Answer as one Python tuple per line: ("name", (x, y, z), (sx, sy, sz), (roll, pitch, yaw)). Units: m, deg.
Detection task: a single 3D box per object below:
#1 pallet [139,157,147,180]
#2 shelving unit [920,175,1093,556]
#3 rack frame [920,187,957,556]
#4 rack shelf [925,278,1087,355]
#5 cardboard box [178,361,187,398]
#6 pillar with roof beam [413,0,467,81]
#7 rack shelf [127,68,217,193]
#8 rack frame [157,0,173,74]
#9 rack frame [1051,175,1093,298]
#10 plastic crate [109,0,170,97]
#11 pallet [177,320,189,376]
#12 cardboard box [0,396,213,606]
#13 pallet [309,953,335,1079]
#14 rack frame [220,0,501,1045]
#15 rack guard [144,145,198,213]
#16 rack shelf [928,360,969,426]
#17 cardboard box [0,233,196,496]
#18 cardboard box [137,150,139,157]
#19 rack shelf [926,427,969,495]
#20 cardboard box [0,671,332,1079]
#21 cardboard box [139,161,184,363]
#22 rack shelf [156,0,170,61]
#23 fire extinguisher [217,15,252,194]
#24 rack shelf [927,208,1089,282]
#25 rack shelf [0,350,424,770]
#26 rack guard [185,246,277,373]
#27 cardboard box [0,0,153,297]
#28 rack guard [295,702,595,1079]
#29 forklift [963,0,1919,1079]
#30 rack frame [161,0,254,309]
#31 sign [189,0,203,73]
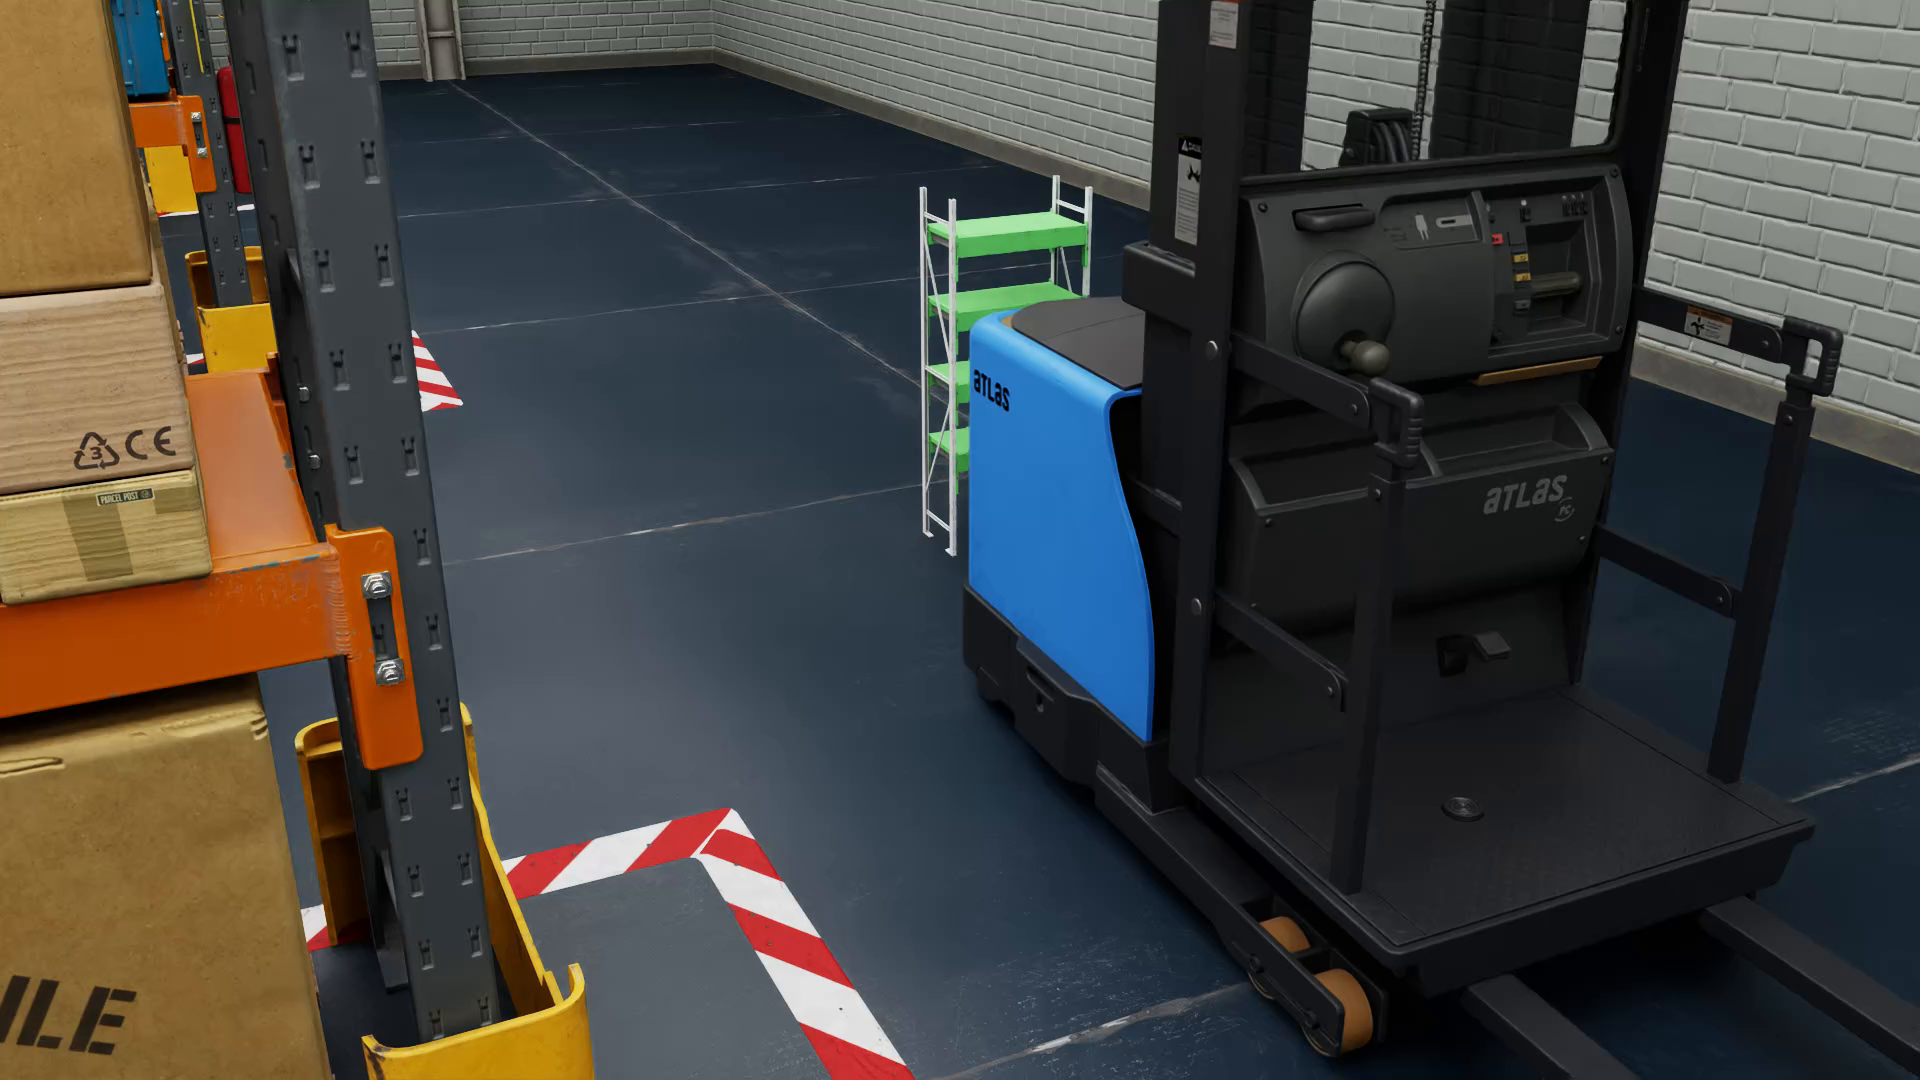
("pallet", (-6.096, -2.336, 11.117), (1.213, 0.211, 1.003), (-10, 25, -24))
("shelving unit", (0.149, -0.582, 5.587), (0.503, 1.200, 0.258), (-10, 25, -24))
("rack frame", (-0.071, -0.541, 5.489), (0.015, 1.200, 0.240), (-10, 25, -24))
("rack shelf", (0.149, -0.745, 5.519), (0.480, 0.148, 0.258), (-10, 25, -24))
("cardboard box", (-1.479, -0.293, 2.865), (0.250, 0.149, 0.380), (-10, 25, -23))
("pillar with roof beam", (-3.536, -7.510, 12.127), (0.400, 9.000, 9.100), (-10, 25, -24))
("rack shelf", (-4.967, -1.397, 6.145), (4.000, 0.370, 1.077), (-10, 25, -24))
("rack frame", (-5.309, -3.769, 10.934), (0.127, 3.000, 1.000), (-10, 25, -24))
("rack frame", (0.369, -0.622, 5.685), (0.015, 1.200, 0.240), (-10, 25, -24))
("plastic crate", (-3.385, -1.986, 6.501), (0.499, 0.435, 0.616), (-10, 25, -24))
("pallet", (-3.924, -0.650, 7.044), (1.213, 0.211, 1.003), (-10, 25, -24))
("cardboard box", (-1.194, -0.066, 2.316), (0.250, 0.149, 0.380), (-10, 24, -23))
("pallet", (-1.703, 1.093, 2.833), (1.213, 0.211, 1.003), (-10, 25, -24))
("rack frame", (-1.016, -0.355, 2.685), (0.127, 3.000, 1.000), (-10, 25, -24))
("rack guard", (-5.378, -2.602, 11.382), (0.348, 0.500, 1.175), (-10, 25, -24))
("rack shelf", (0.149, -0.523, 5.611), (0.480, 0.148, 0.258), (-10, 25, -24))
("cardboard box", (-1.338, -0.251, 2.242), (0.500, 0.250, 0.500), (-11, 25, -24))
("cardboard box", (-5.836, -2.704, 11.513), (0.250, 0.149, 0.380), (-10, 25, -24))
("rack shelf", (0.149, -0.301, 5.703), (0.480, 0.148, 0.258), (-10, 25, -24))
("cardboard box", (-1.558, 0.567, 2.688), (0.875, 0.875, 0.875), (-10, 25, -24))
("cardboard box", (-1.566, -0.436, 2.689), (0.500, 0.250, 0.500), (-11, 25, -25))
("rack shelf", (-7.112, -3.105, 10.270), (4.000, 0.370, 1.077), (-10, 25, -24))
("fire extinguisher", (-2.832, -1.722, 6.577), (0.183, 0.674, 0.296), (-10, 25, -24))
("rack shelf", (0.149, -0.966, 5.428), (0.480, 0.148, 0.258), (-10, 25, -24))
("rack shelf", (-2.819, 0.309, 2.021), (4.000, 0.370, 1.077), (-10, 25, -24))
("rack guard", (-3.149, -0.915, 7.307), (0.348, 0.500, 1.175), (-10, 25, -24))
("cardboard box", (-1.341, -0.598, 2.099), (0.500, 0.500, 0.500), (-10, 25, -23))
("rack guard", (-0.995, 0.796, 3.173), (0.348, 0.500, 1.175), (-10, 25, -24))
("forklift", (1.078, -0.525, 3.185), (1.130, 2.935, 3.031), (-10, 24, -23))
("rack frame", (-3.165, -2.062, 6.808), (0.127, 3.000, 1.000), (-10, 25, -24))
("sign", (-2.911, -1.950, 6.326), (0.005, 0.325, 0.100), (-10, 25, -24))
